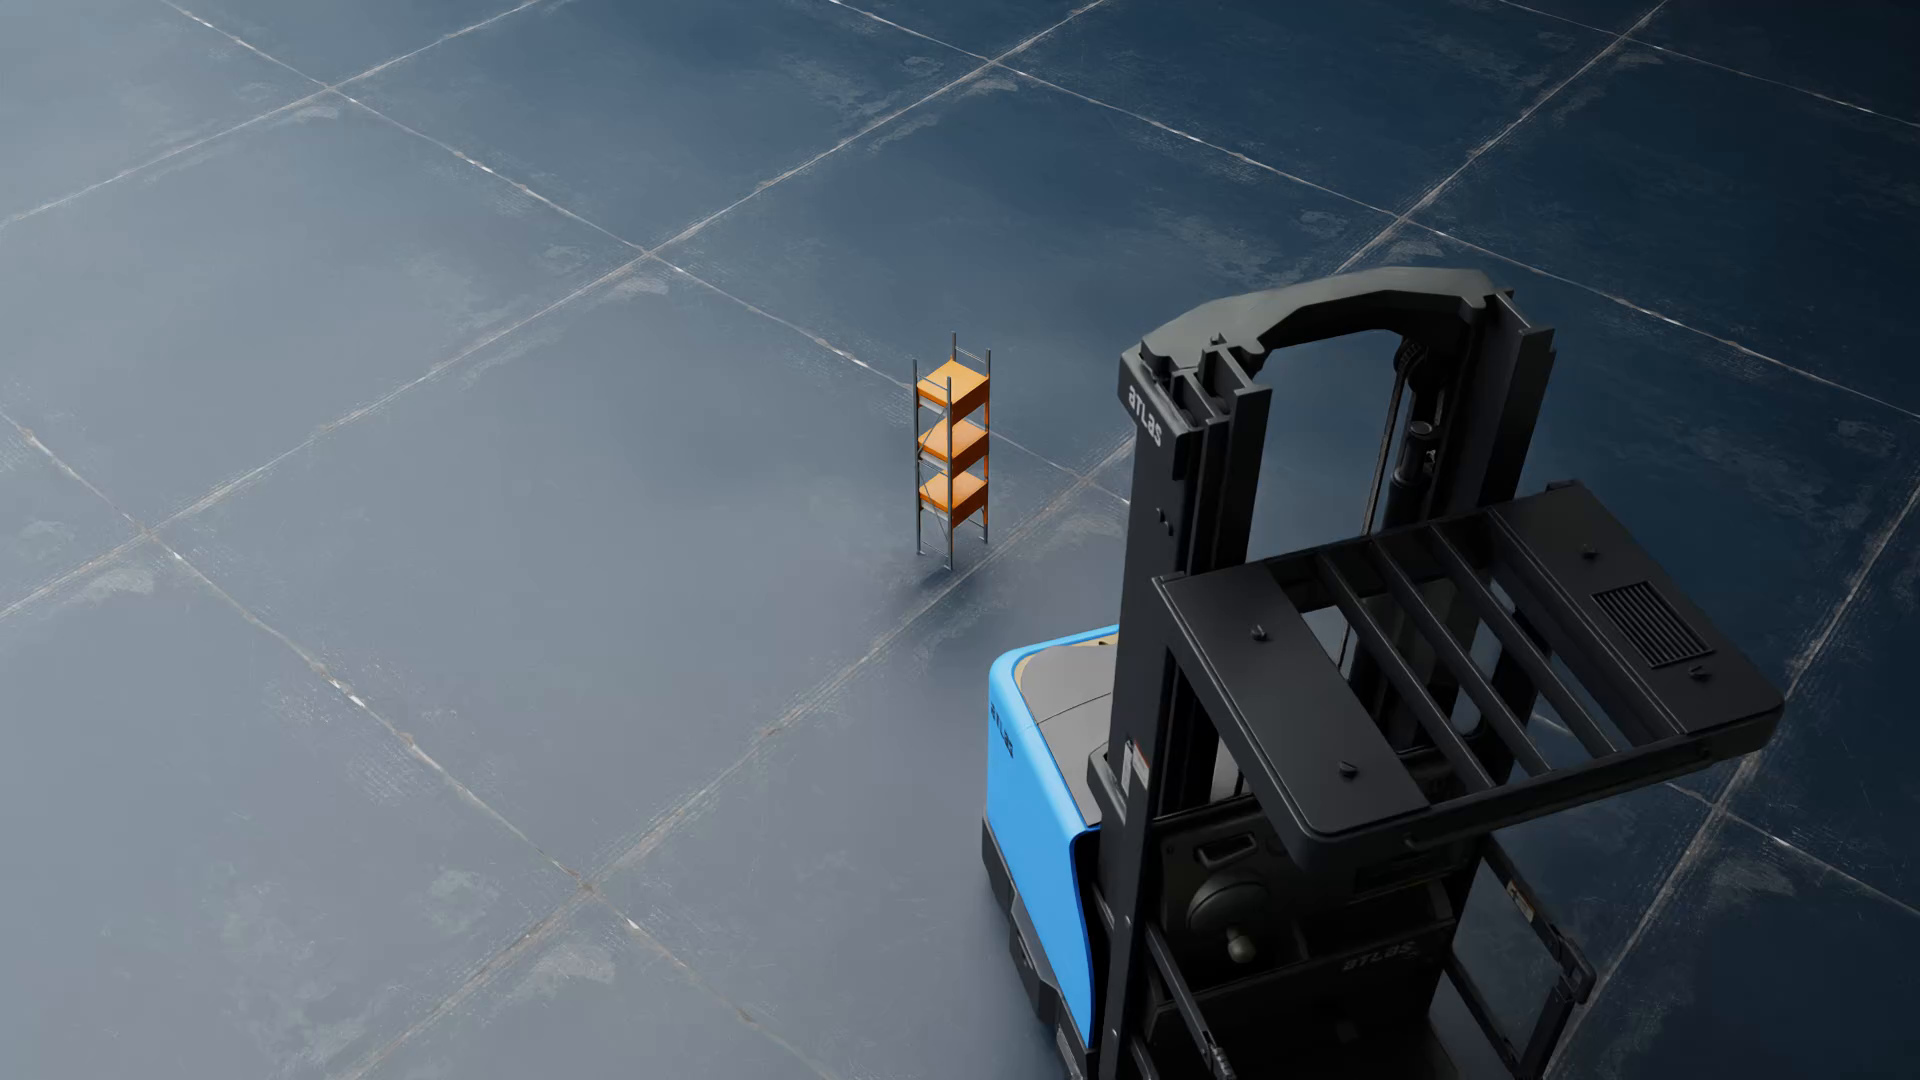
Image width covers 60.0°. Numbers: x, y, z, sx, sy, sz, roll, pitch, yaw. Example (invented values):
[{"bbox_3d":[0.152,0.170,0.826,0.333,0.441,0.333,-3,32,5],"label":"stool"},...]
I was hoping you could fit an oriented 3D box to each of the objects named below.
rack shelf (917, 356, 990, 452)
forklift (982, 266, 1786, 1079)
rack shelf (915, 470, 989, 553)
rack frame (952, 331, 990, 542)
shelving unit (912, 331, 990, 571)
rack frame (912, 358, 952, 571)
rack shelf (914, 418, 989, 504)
[{"bbox_3d":[-0.034,-0.563,6.865,0.215,0.259,0.240,29,50,28],"label":"rack shelf"},{"bbox_3d":[1.029,0.922,4.239,1.130,2.935,3.031,-13,44,-14],"label":"forklift"},{"bbox_3d":[-0.034,-0.147,7.243,0.215,0.259,0.240,29,50,28],"label":"rack shelf"},{"bbox_3d":[0.044,-0.424,7.118,0.200,1.050,0.008,29,50,28],"label":"rack frame"},{"bbox_3d":[-0.034,-0.361,7.049,0.215,1.050,0.252,29,50,28],"label":"shelving unit"},{"bbox_3d":[-0.113,-0.298,6.980,0.200,1.050,0.008,29,50,28],"label":"rack frame"},{"bbox_3d":[-0.034,-0.353,7.056,0.215,0.259,0.240,29,50,28],"label":"rack shelf"}]
